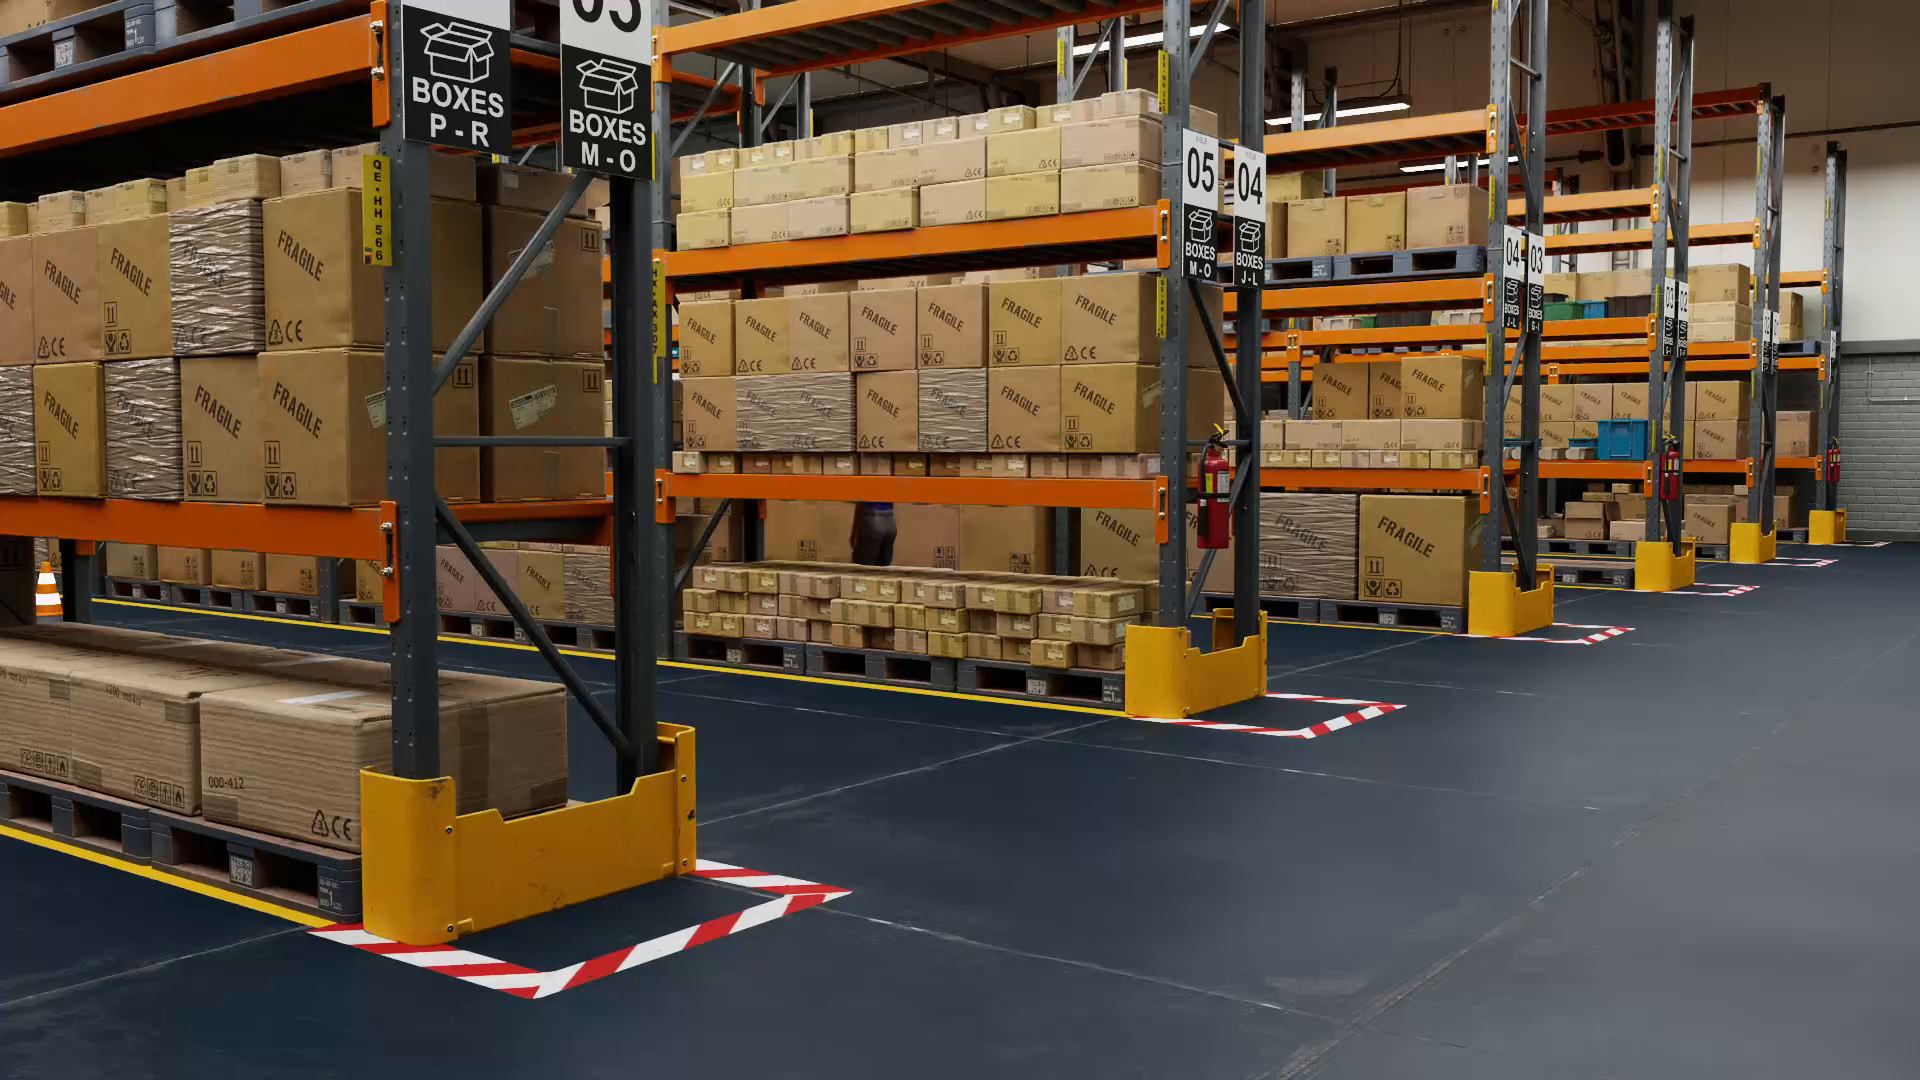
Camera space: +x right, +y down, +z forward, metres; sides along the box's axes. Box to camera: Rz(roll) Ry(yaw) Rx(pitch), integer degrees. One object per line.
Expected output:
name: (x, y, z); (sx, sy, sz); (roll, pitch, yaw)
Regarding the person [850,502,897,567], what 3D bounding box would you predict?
person: (-0.686, -0.072, 12.957); (0.346, 1.654, 0.511); (2, 4, 32)
